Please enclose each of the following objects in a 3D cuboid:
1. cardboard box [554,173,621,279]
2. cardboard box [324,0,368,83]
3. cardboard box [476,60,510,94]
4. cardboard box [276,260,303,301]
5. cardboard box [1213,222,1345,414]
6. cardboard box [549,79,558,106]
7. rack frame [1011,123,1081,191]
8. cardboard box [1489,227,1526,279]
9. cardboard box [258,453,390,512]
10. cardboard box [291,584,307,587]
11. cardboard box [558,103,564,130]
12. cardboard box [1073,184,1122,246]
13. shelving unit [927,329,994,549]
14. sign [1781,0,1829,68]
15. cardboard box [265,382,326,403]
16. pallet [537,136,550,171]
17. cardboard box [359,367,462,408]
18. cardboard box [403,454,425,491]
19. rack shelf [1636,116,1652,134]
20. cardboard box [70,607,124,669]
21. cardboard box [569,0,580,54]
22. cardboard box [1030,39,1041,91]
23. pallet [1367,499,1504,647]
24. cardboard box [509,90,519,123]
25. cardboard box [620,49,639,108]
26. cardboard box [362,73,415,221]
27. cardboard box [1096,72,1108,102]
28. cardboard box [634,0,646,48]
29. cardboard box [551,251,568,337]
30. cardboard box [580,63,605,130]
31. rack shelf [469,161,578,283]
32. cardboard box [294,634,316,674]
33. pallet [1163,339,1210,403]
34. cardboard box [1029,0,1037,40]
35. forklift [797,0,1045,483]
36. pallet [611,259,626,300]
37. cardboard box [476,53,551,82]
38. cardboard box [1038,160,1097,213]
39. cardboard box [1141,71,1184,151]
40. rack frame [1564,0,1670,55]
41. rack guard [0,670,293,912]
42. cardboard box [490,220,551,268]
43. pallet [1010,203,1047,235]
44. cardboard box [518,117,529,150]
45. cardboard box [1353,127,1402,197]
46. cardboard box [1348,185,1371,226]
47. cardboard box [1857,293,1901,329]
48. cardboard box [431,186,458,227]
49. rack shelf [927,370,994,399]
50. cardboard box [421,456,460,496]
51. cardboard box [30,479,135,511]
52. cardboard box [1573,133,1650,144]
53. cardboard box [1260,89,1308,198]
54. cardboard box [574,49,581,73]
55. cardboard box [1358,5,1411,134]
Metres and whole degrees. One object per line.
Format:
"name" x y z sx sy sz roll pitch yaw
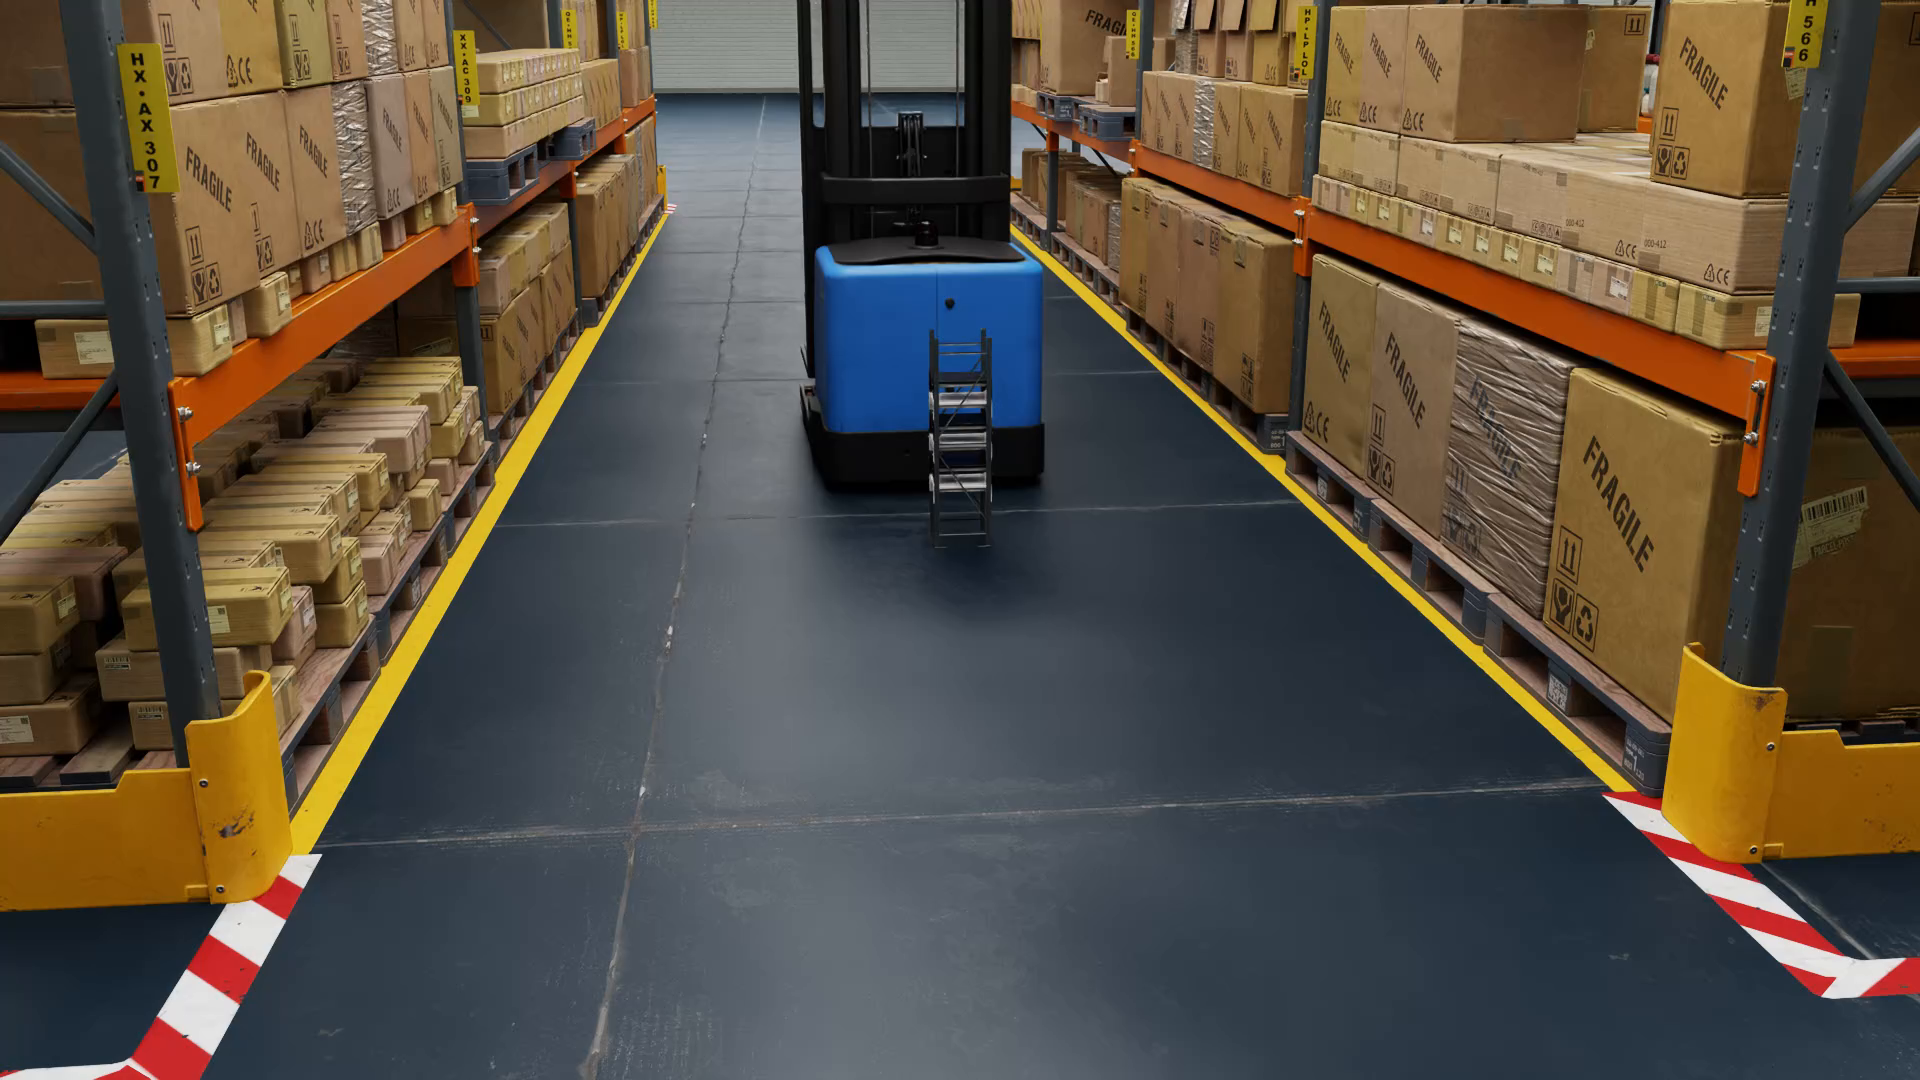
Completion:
"cardboard box" -3.263 -2.474 13.106 1.050 0.750 0.750 -2 17 -5
"cardboard box" -2.299 -1.785 5.524 0.500 0.500 0.500 -2 18 -7
"cardboard box" -2.367 -2.207 7.924 0.380 0.149 0.250 -1 17 -3
"cardboard box" -2.287 -0.817 5.191 0.380 0.149 0.250 -2 18 -6
"cardboard box" 2.074 -1.211 8.872 1.225 0.875 0.875 -2 18 -5
"cardboard box" -2.557 -2.608 9.698 0.380 0.149 0.250 -1 17 -4
"rack frame" 0.922 -5.409 19.400 1.000 3.000 0.127 -2 18 -6
"cardboard box" 2.074 -1.000 5.774 0.380 0.149 0.250 -2 18 -5
"cardboard box" -2.243 -0.201 5.876 0.380 0.149 0.250 -2 17 -5
"cardboard box" -2.255 0.181 5.155 0.380 0.149 0.250 -2 17 -5
"cardboard box" -2.586 -2.545 9.995 0.380 0.149 0.250 -3 18 -8
"cardboard box" 1.407 -2.909 14.873 0.700 0.500 0.500 -2 18 -6
"shelving unit" 0.001 -0.427 7.035 0.258 0.900 0.210 -2 18 -6
"sign" 2.032 -1.295 3.967 0.100 0.325 0.005 -2 18 -6
"cardboard box" -2.910 -0.568 7.045 0.380 0.149 0.250 -2 18 -6
"pallet" -2.951 -2.223 9.570 1.003 0.211 1.213 -2 18 -6
"cardboard box" -2.422 -0.662 7.344 0.380 0.149 0.250 -2 17 -5
"cardboard box" -2.376 -0.297 6.676 0.380 0.149 0.250 -1 17 -4
"rack shelf" 6.468 -3.432 14.301 1.077 0.370 4.000 -2 18 -6
"cardboard box" -2.683 0.271 4.869 0.380 0.149 0.250 -2 18 -7
"cardboard box" -3.394 -4.017 13.129 0.700 0.500 0.500 -2 18 -6
"cardboard box" 1.182 -4.839 16.920 0.875 0.500 0.500 -2 18 -6
"pallet" 2.290 0.090 6.540 1.003 0.211 1.213 -2 18 -6
"cardboard box" -2.396 -2.142 8.215 0.380 0.149 0.250 -2 18 -7
"cardboard box" -3.677 -4.603 16.582 0.875 0.550 0.550 -2 18 -6
"cardboard box" -2.350 -1.462 6.164 0.500 0.500 0.500 -2 18 -6
"cardboard box" 1.307 -3.651 13.321 0.396 0.266 0.258 -2 18 -7
"cardboard box" -3.873 -5.600 17.954 0.875 0.550 0.550 -2 18 -6
"cardboard box" -2.819 -1.568 10.635 0.500 0.500 0.500 -1 17 -3
"cardboard box" -3.130 -3.543 13.287 0.500 0.500 0.500 -2 18 -6
"rack shelf" -2.990 -1.964 9.625 1.077 0.370 4.000 -2 18 -6
"cardboard box" -2.248 0.325 5.192 0.380 0.149 0.250 -2 17 -5
"pallet" 1.877 -1.096 10.315 1.003 0.211 1.213 -2 18 -6
"cardboard box" 0.962 -5.159 16.269 0.500 0.500 0.500 -2 18 -6
"forklift" -0.314 -2.065 8.861 1.130 2.935 3.031 -2 18 -8
"pallet" -3.325 -2.172 13.744 1.003 0.211 1.213 -2 18 -6
"cardboard box" -2.533 -2.672 9.407 0.380 0.149 0.250 -1 17 -4
"cardboard box" 1.125 -3.699 17.423 0.500 0.500 0.500 -3 18 -11
"cardboard box" 1.527 -2.920 11.305 0.500 0.500 0.500 -1 17 -4
"rack frame" 6.262 -4.371 16.091 1.000 3.000 0.127 -2 18 -6
"rack guard" -2.379 0.651 4.270 1.175 0.500 0.348 -2 18 -6
"cardboard box" -2.765 -1.771 10.029 0.500 0.250 0.500 -1 17 -4
"pallet" 1.102 -3.451 17.816 1.003 0.211 1.213 -2 18 -6
"cardboard box" -2.423 -2.080 8.513 0.380 0.149 0.250 -2 18 -5
"cardboard box" 1.994 -1.608 7.045 0.500 0.250 0.500 -2 18 -6
"cardboard box" 1.915 -1.459 7.237 0.380 0.149 0.250 -1 17 -4
"cardboard box" 2.836 -0.715 4.866 0.380 0.149 0.250 -2 18 -6
"cardboard box" -2.387 -1.440 7.175 0.380 0.149 0.250 -2 18 -7
"rack shelf" 0.001 -0.653 6.964 0.258 0.077 0.200 -2 18 -6
"cardboard box" -2.369 -0.288 7.146 0.380 0.149 0.250 -2 18 -7
"cardboard box" -2.847 -0.101 5.555 0.380 0.149 0.250 -1 17 -4
"cardboard box" 2.575 -1.475 6.621 0.500 0.250 0.500 -1 17 -5
"cardboard box" 1.840 -2.013 8.414 0.500 0.500 0.500 -2 18 -5
"cardboard box" -2.690 -3.135 10.881 0.380 0.149 0.250 -2 18 -8
"cardboard box" 1.998 -1.965 6.929 0.500 0.500 0.500 -2 18 -6
